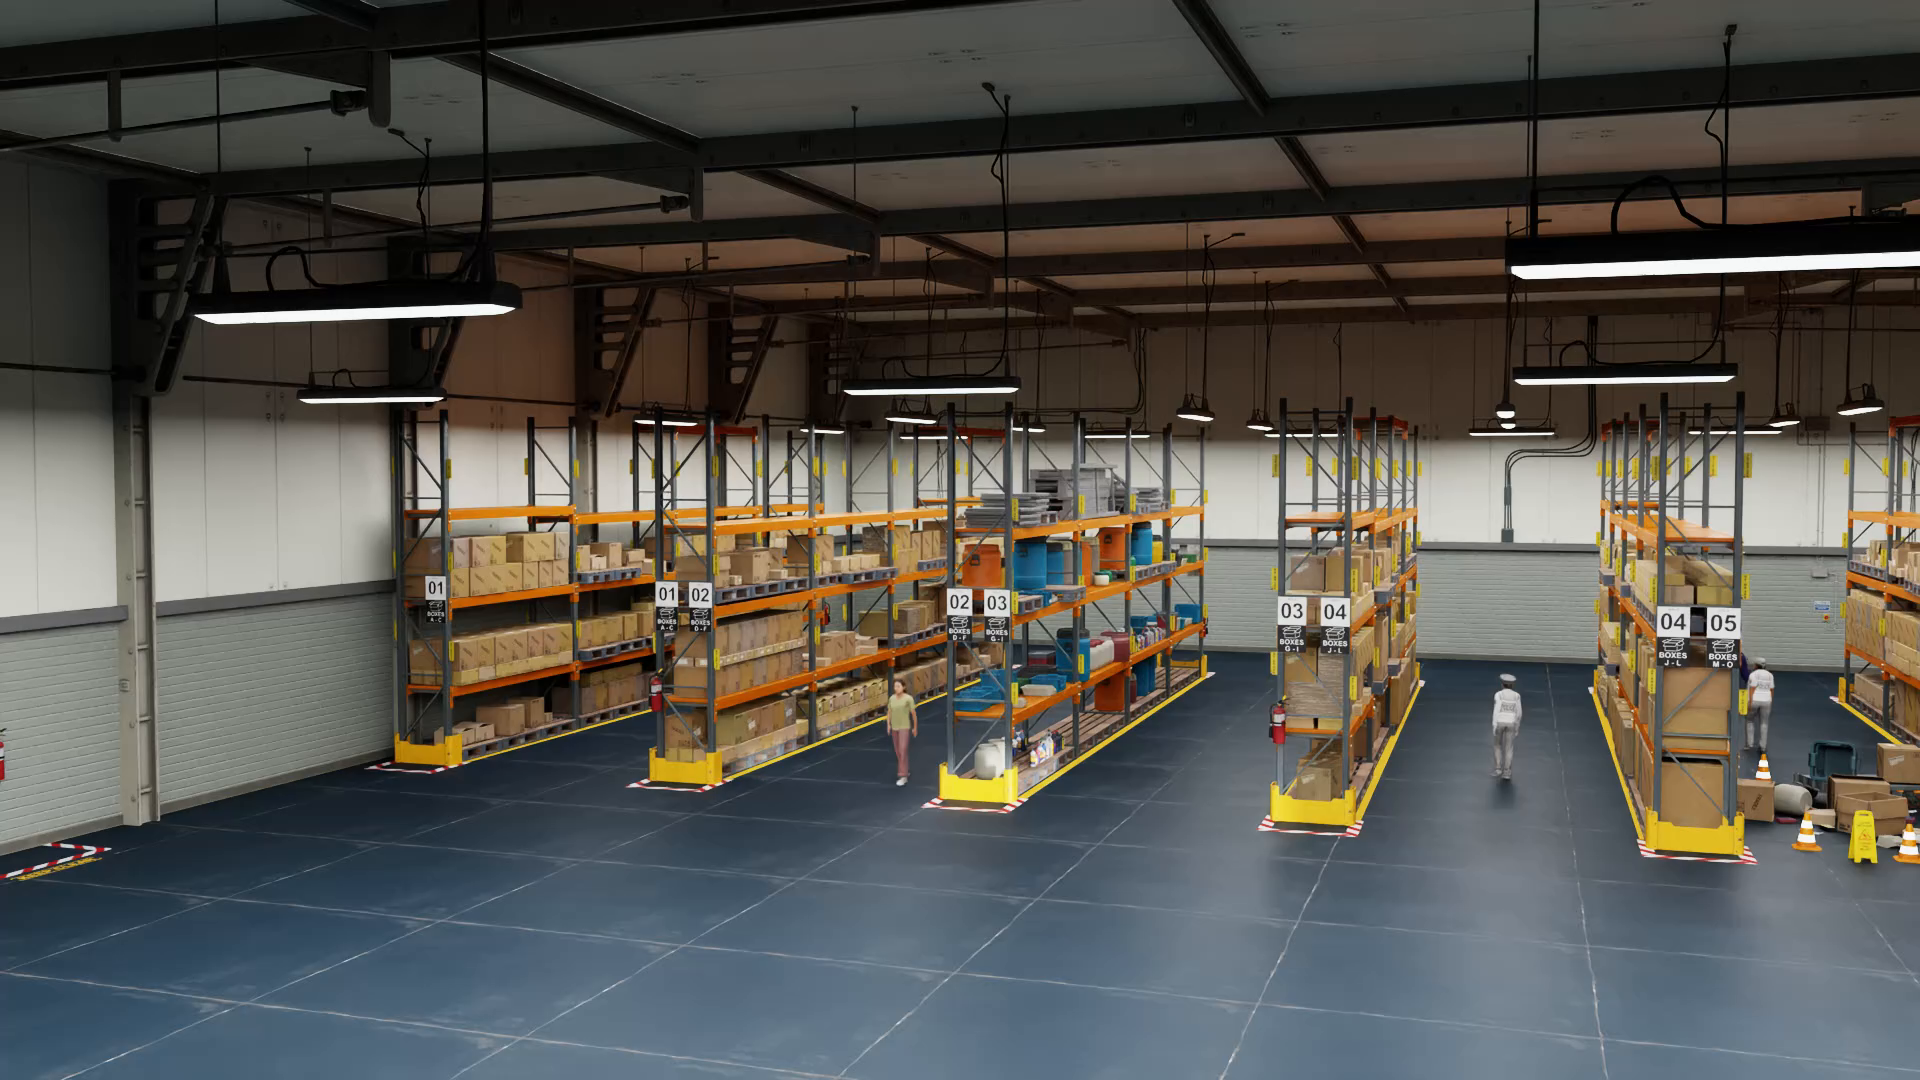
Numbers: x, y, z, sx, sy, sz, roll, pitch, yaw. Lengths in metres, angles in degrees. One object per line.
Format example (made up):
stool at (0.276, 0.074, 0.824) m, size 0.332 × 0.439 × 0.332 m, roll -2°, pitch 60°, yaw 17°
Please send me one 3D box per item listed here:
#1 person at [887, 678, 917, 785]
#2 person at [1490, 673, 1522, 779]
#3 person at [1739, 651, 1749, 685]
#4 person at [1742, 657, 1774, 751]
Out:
person at (-0.952, 3.035, 26.563) m, size 0.552 × 1.641 × 0.833 m, roll 2°, pitch 3°, yaw 33°
person at (8.838, 3.038, 26.862) m, size 0.474 × 1.733 × 0.580 m, roll 1°, pitch 2°, yaw 12°
person at (17.041, 2.616, 36.622) m, size 1.006 × 1.573 × 0.477 m, roll 2°, pitch 3°, yaw 42°
person at (14.167, 2.943, 29.474) m, size 0.502 × 1.706 × 0.595 m, roll 1°, pitch 3°, yaw 15°
